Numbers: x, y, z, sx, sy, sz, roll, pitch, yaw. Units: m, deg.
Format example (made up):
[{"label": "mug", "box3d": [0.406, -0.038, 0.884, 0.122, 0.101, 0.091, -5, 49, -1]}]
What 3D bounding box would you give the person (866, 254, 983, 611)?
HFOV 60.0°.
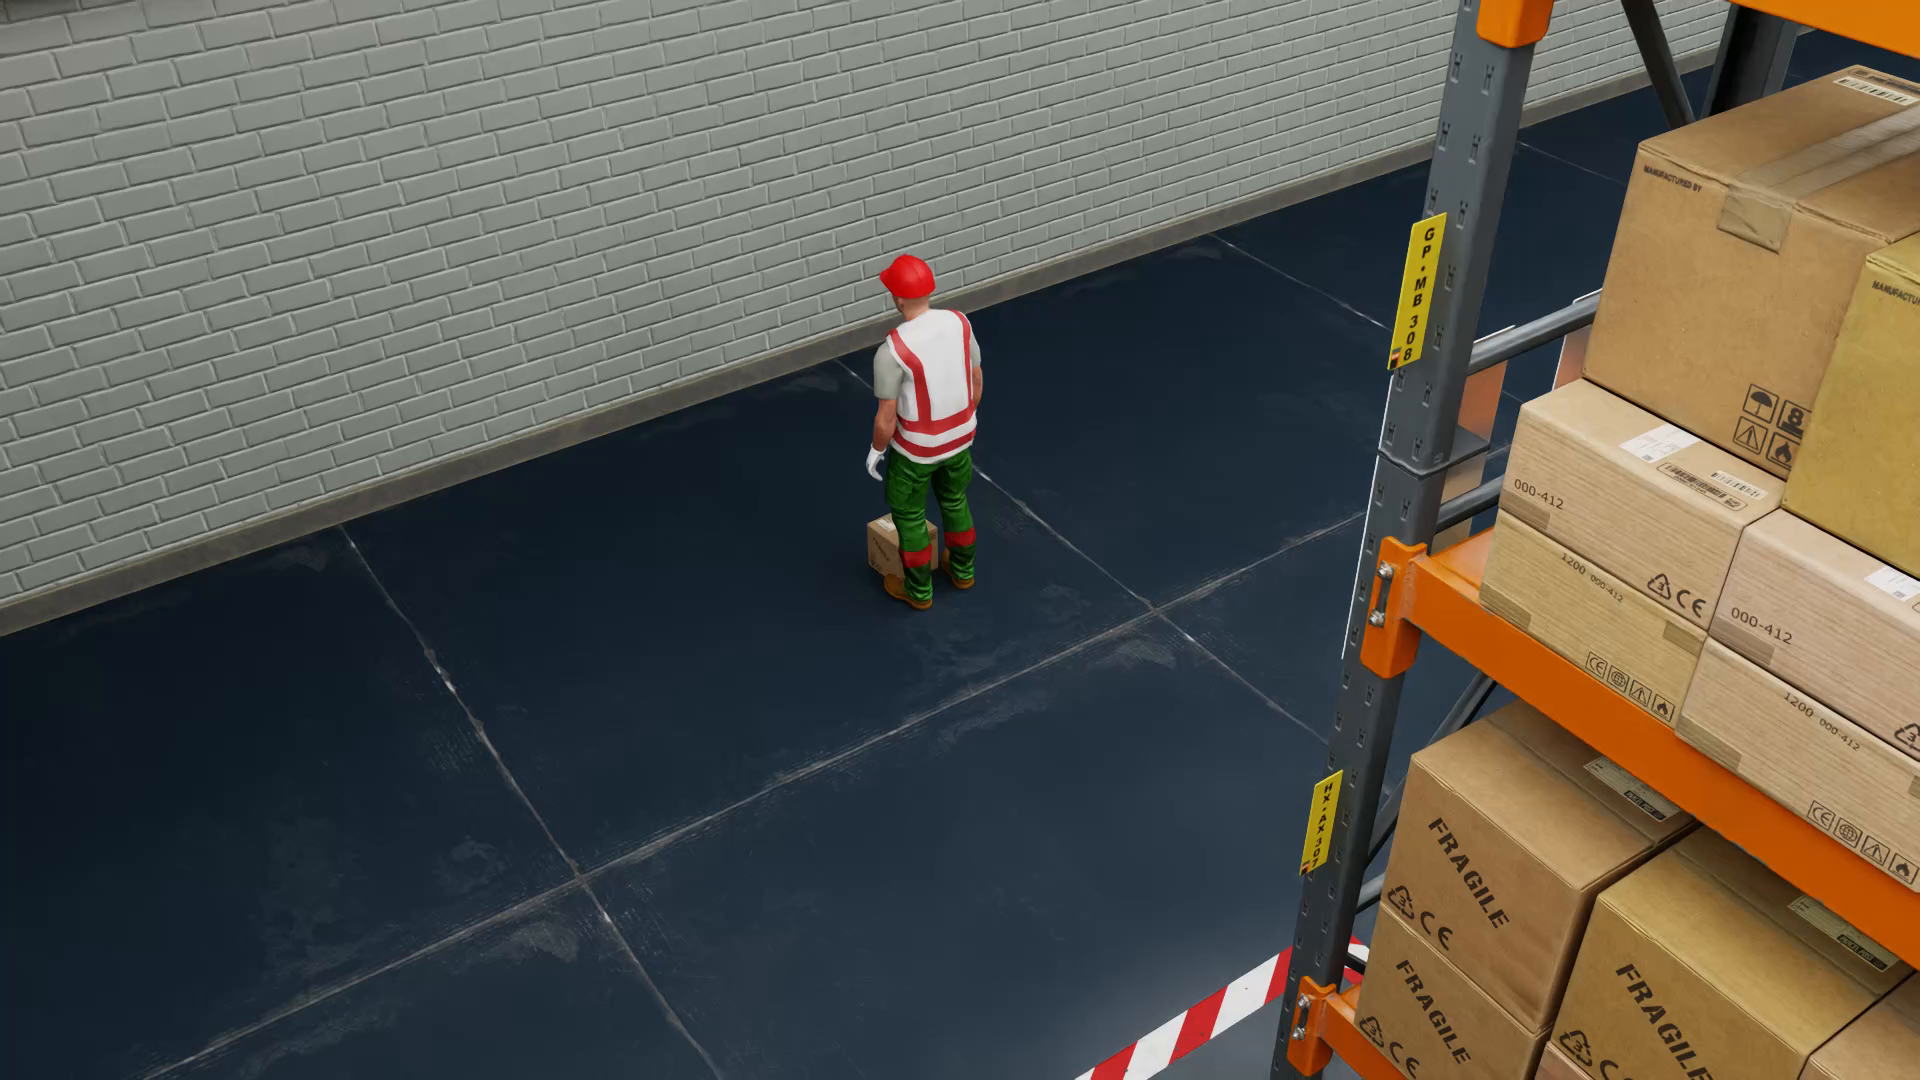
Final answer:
[{"label": "person", "box3d": [-0.163, -0.476, 7.644, 0.621, 1.779, 0.453, -24, 42, -29]}]
